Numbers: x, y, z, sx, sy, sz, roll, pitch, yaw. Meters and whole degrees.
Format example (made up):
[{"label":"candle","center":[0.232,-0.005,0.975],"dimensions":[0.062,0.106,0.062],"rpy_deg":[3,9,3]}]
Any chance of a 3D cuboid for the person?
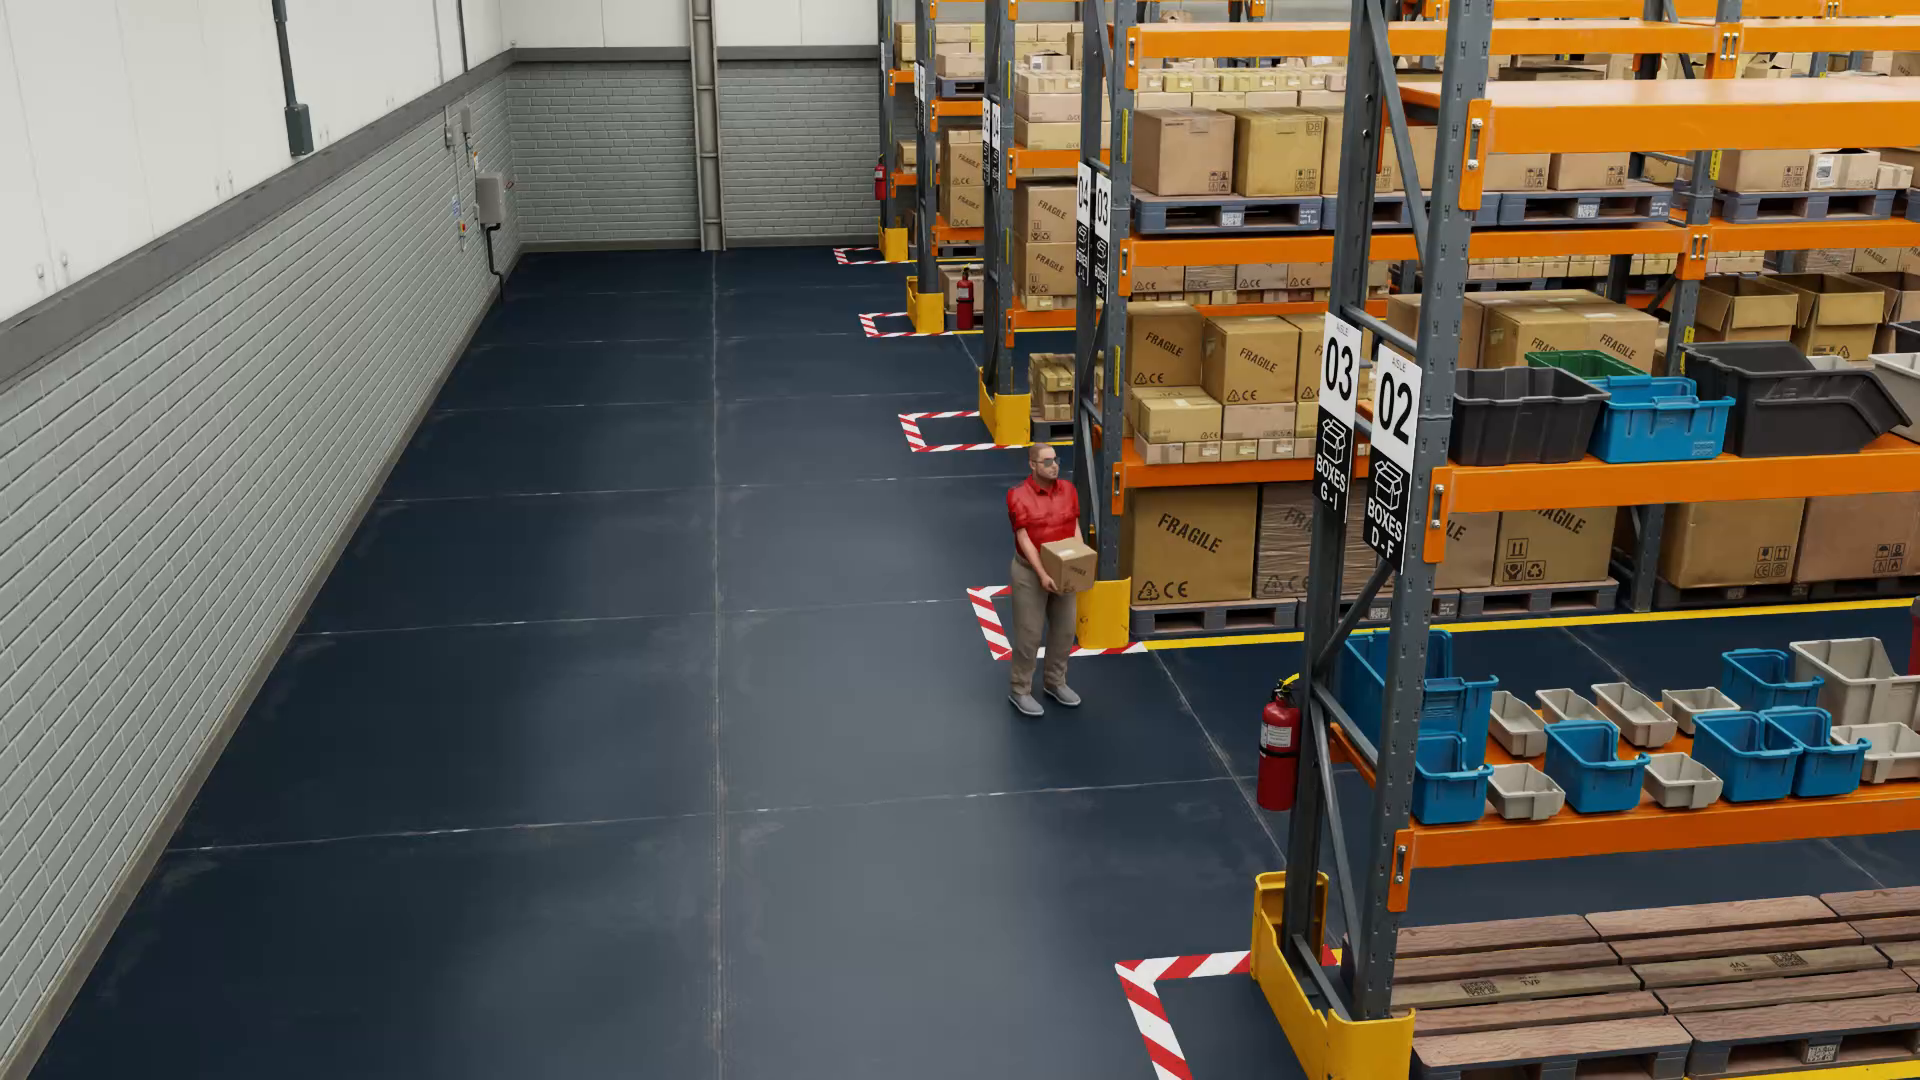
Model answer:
[{"label":"person","center":[0.583,0.256,10.406],"dimensions":[0.494,1.712,0.530],"rpy_deg":[-11,23,-29]}]
